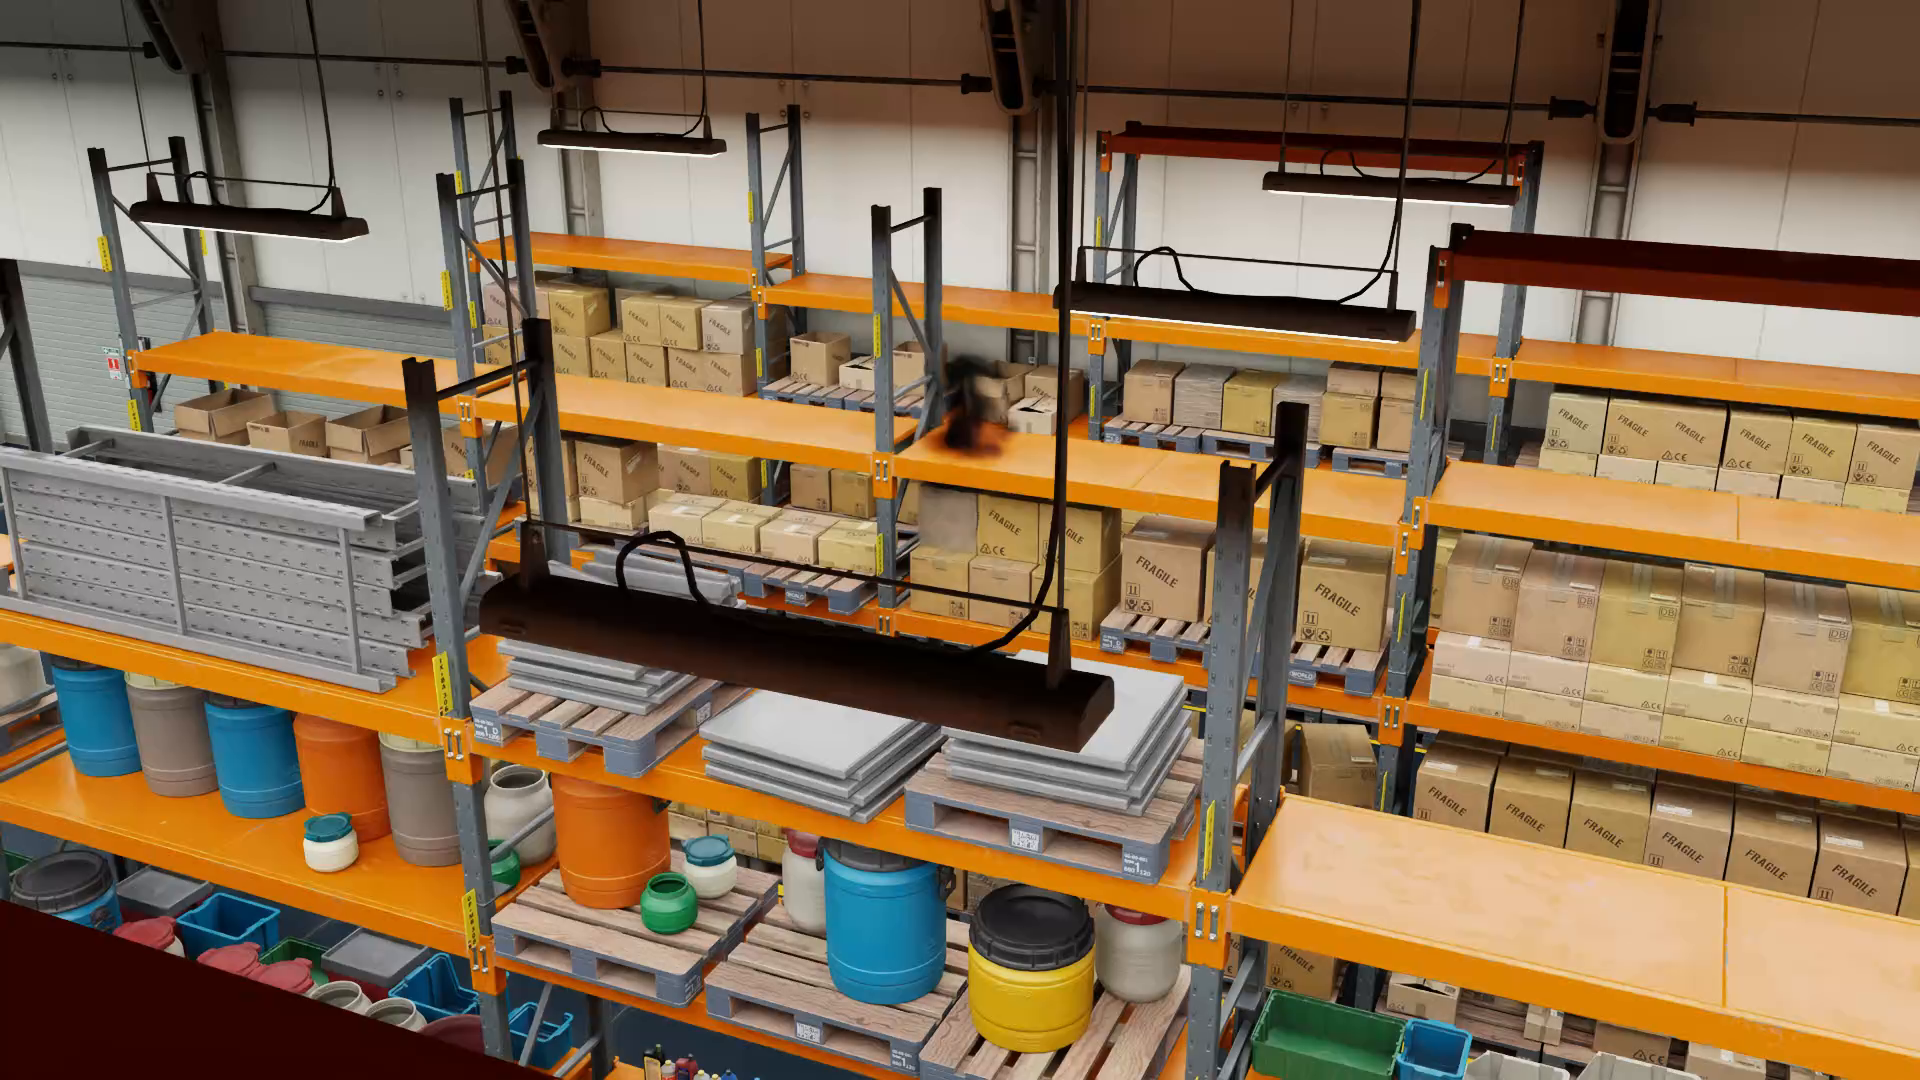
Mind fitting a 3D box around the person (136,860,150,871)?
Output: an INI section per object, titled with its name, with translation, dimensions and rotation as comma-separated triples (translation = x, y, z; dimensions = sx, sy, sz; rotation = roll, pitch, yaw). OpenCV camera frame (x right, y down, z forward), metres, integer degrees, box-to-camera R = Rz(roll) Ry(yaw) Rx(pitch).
[person]
translation = -6.743, 2.416, 13.725
dimensions = 0.937, 1.847, 0.666
rotation = 3, 21, 8
